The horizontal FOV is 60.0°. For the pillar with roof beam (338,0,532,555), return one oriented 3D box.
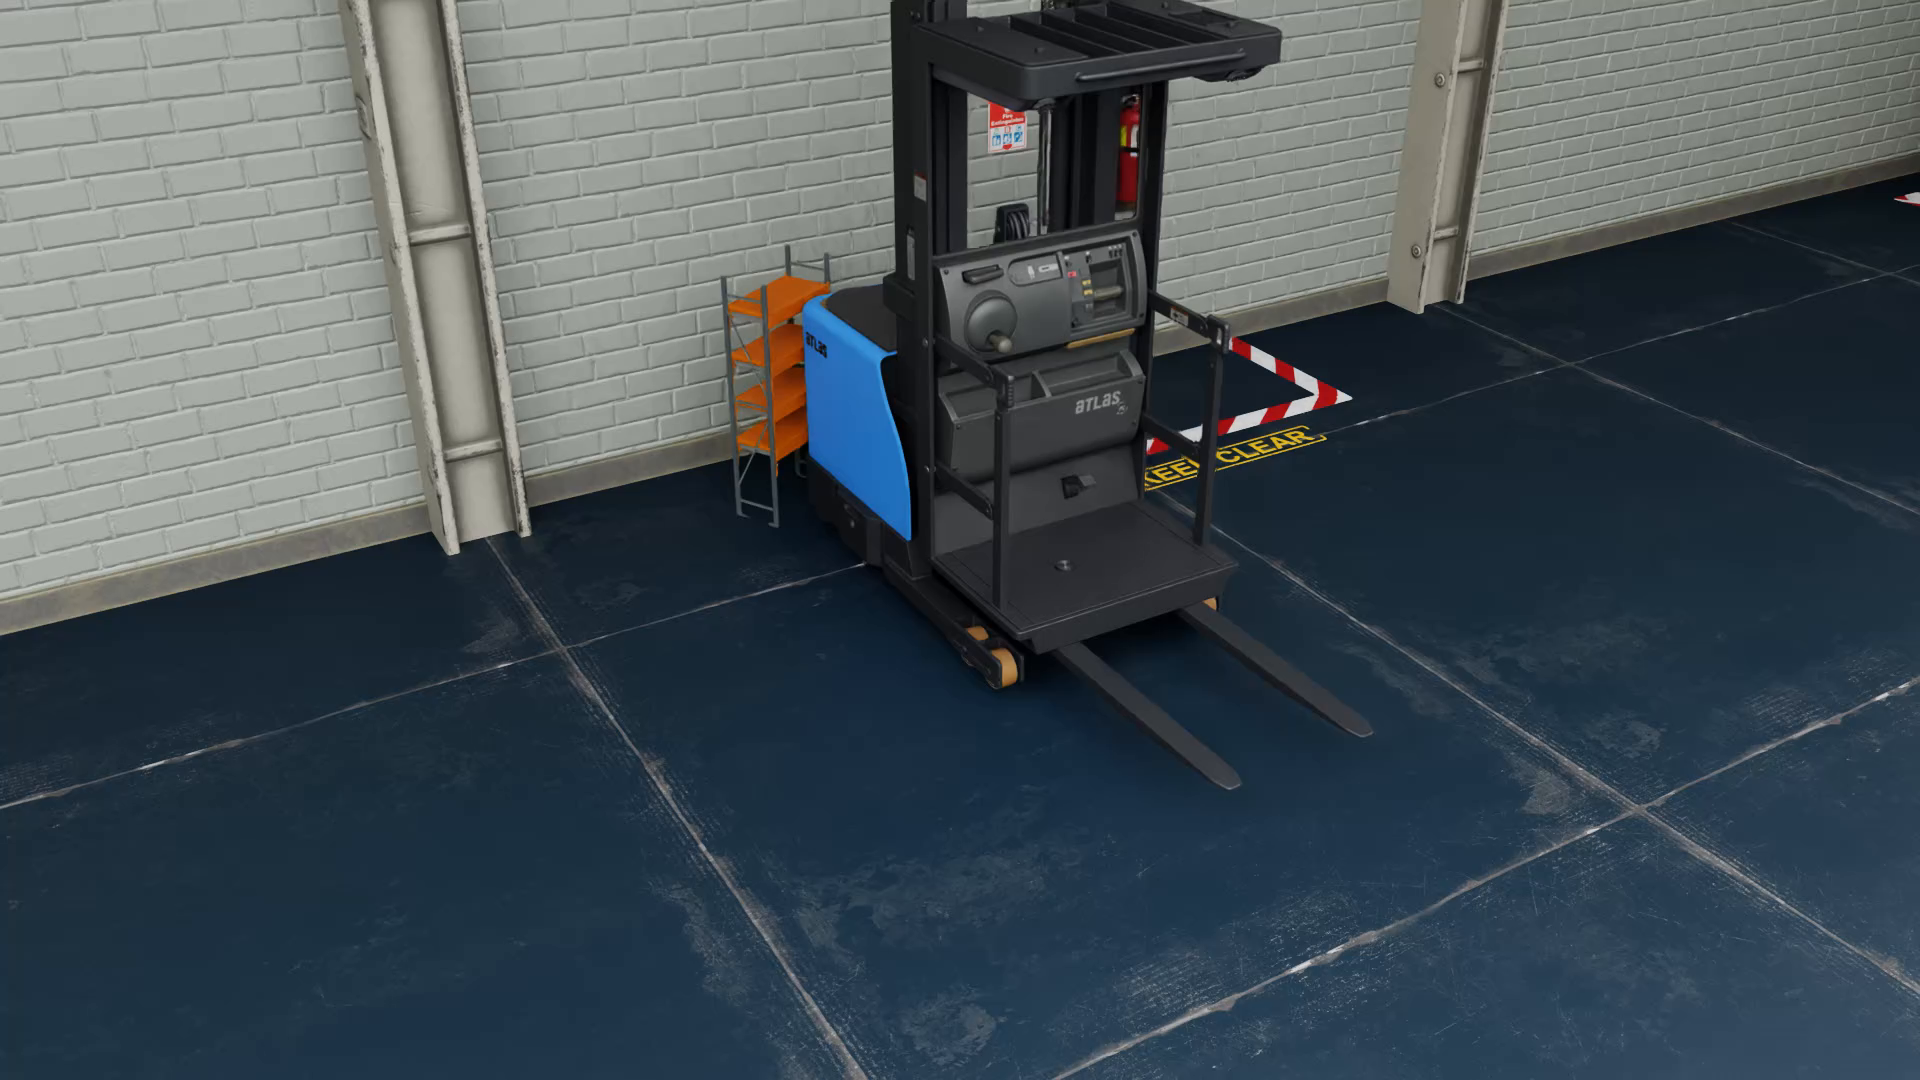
[{"bbox_3d":[-0.072,-2.188,2.400,0.400,9.000,9.100,-16,33,-26],"label":"pillar with roof beam"}]

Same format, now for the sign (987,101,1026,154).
[{"bbox_3d":[0.241,-2.157,8.518,0.234,0.329,0.001,-16,33,-26],"label":"sign"}]

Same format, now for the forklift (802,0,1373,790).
[{"bbox_3d":[0.449,-0.940,6.421,1.130,2.935,3.031,-16,33,-26],"label":"forklift"}]

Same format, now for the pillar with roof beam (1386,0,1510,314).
[{"bbox_3d":[5.101,-3.656,5.062,0.400,9.000,9.100,-16,33,-26],"label":"pillar with roof beam"}]

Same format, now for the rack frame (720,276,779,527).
[{"bbox_3d":[-0.959,-0.619,7.627,0.240,1.200,0.015,16,33,26],"label":"rack frame"}]

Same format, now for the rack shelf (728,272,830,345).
[{"bbox_3d":[-0.834,-1.064,7.621,0.258,0.148,0.480,16,33,26],"label":"rack shelf"}]

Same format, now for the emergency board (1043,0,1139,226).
[{"bbox_3d":[0.770,-2.234,8.694,0.643,1.169,0.194,-16,33,-26],"label":"emergency board"}]

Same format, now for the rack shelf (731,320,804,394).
[{"bbox_3d":[-0.835,-0.857,7.736,0.258,0.148,0.480,16,33,26],"label":"rack shelf"}]

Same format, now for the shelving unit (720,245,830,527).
[{"bbox_3d":[-0.836,-0.720,7.812,0.258,1.200,0.503,16,33,26],"label":"shelving unit"}]

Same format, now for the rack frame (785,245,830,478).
[{"bbox_3d":[-0.713,-0.822,7.996,0.240,1.200,0.015,16,33,26],"label":"rack frame"}]

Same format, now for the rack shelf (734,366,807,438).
[{"bbox_3d":[-0.837,-0.662,7.844,0.258,0.148,0.480,16,33,26],"label":"rack shelf"}]

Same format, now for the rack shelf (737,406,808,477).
[{"bbox_3d":[-0.838,-0.488,7.941,0.258,0.148,0.480,16,33,26],"label":"rack shelf"}]
